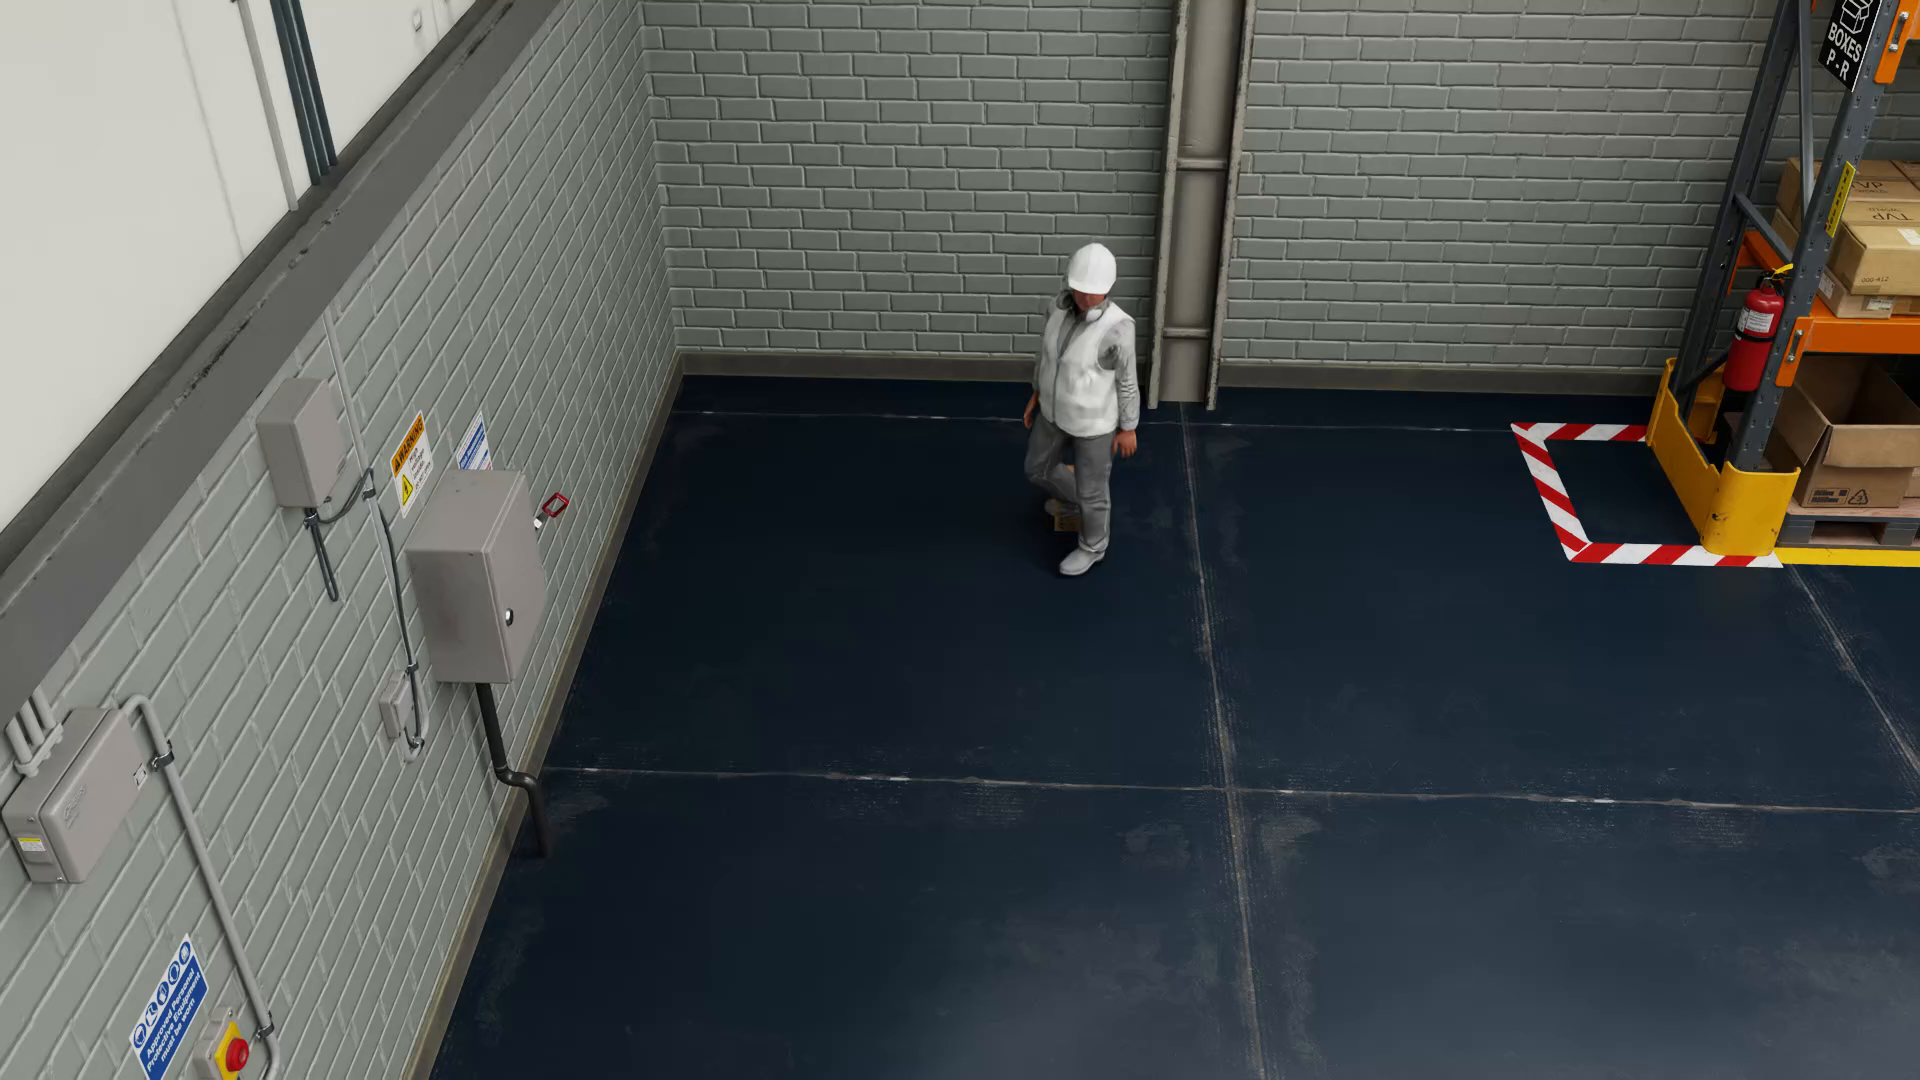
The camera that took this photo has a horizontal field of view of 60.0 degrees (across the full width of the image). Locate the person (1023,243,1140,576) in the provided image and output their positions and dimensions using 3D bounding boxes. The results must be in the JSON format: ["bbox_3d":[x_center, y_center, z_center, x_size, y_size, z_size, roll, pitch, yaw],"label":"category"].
[{"bbox_3d":[0.577,-0.644,7.972,0.473,1.759,0.694,-25,42,-31],"label":"person"}]
